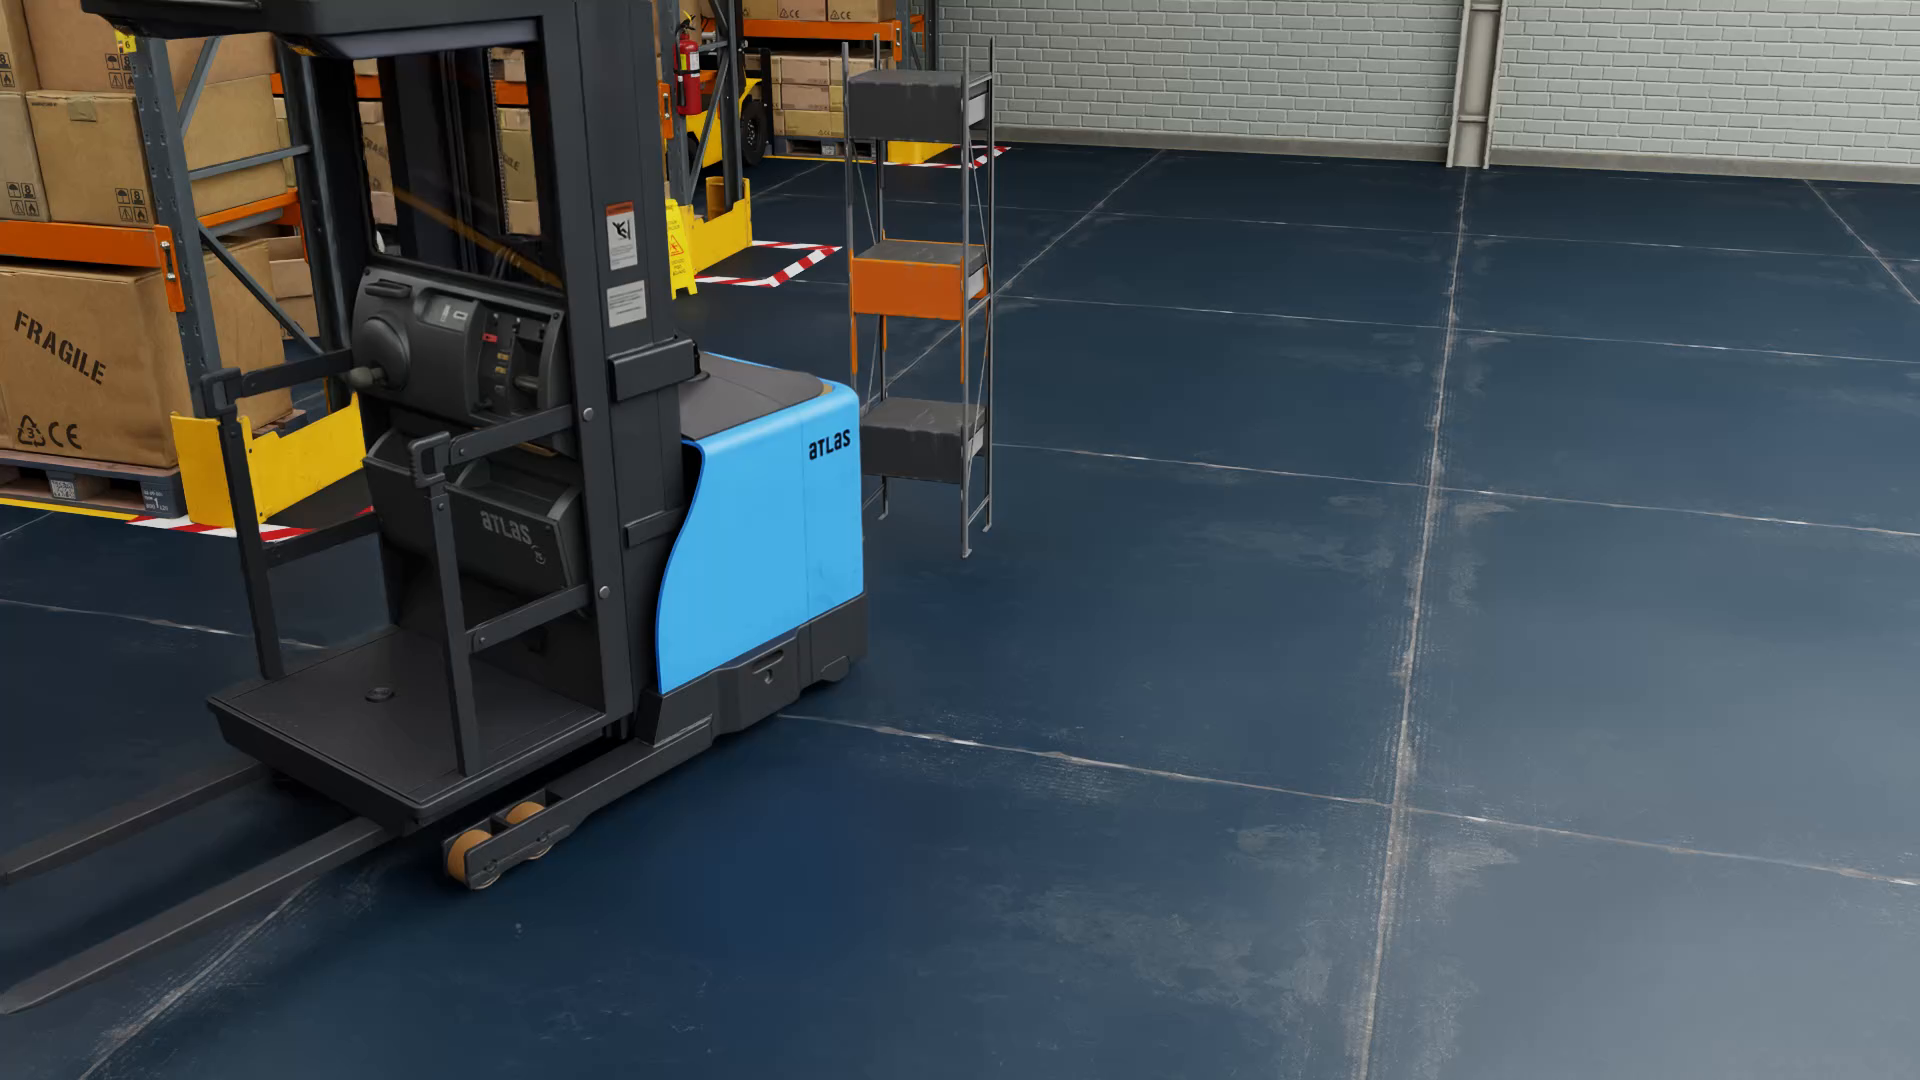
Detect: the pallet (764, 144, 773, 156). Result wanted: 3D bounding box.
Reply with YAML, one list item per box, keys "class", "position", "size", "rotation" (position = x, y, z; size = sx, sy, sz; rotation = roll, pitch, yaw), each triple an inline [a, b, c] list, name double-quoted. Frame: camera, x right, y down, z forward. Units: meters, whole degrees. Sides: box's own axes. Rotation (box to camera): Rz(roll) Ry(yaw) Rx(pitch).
- class: "pallet"
  position: [-2.323, -4.191, 17.208]
  size: [1.213, 0.211, 1.003]
  rotation: [7, 23, 15]

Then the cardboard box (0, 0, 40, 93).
- class: "cardboard box"
  position: [-4.075, -2.315, 7.340]
  size: [0.550, 0.550, 0.875]
  rotation: [7, 23, 16]

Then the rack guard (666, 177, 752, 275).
- class: "rack guard"
  position: [-1.917, -2.326, 12.281]
  size: [0.348, 0.500, 1.175]
  rotation: [7, 23, 16]

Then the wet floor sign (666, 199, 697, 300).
- class: "wet floor sign"
  position: [-1.972, -1.975, 11.235]
  size: [0.232, 0.644, 0.267]
  rotation: [16, 27, 34]

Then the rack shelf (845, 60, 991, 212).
- class: "rack shelf"
  position: [-0.158, -1.625, 6.655]
  size: [0.480, 0.518, 0.431]
  rotation: [7, 23, 16]

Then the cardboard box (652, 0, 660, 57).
- class: "cardboard box"
  position: [-2.444, -3.617, 11.612]
  size: [0.500, 0.500, 0.500]
  rotation: [6, 23, 15]

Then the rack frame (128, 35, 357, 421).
- class: "rack frame"
  position: [-3.178, -1.664, 7.375]
  size: [0.127, 3.000, 1.000]
  rotation: [7, 23, 16]

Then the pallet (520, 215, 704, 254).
- class: "pallet"
  position: [-2.685, -2.294, 12.584]
  size: [1.213, 0.211, 1.003]
  rotation: [7, 23, 16]

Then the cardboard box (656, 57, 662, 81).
- class: "cardboard box"
  position: [-2.264, -3.321, 11.745]
  size: [0.250, 0.149, 0.380]
  rotation: [7, 23, 17]

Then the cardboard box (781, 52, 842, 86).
- class: "cardboard box"
  position: [-1.436, -4.654, 16.414]
  size: [0.500, 0.250, 0.500]
  rotation: [7, 23, 16]

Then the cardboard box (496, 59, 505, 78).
- class: "cardboard box"
  position: [-3.238, -3.441, 12.037]
  size: [0.250, 0.149, 0.380]
  rotation: [7, 23, 16]

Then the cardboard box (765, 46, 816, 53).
- class: "cardboard box"
  position: [-1.775, -4.896, 17.006]
  size: [0.500, 0.250, 0.500]
  rotation: [6, 23, 15]

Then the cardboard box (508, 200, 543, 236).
- class: "cardboard box"
  position: [-3.190, -2.447, 12.352]
  size: [0.500, 0.250, 0.500]
  rotation: [7, 23, 16]

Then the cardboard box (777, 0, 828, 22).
- class: "cardboard box"
  position: [-1.455, -5.343, 16.211]
  size: [0.500, 0.500, 0.500]
  rotation: [7, 23, 17]

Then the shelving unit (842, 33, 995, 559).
- class: "shelving unit"
  position: [-0.158, -0.990, 6.916]
  size: [0.503, 2.100, 0.431]
  rotation: [7, 23, 16]

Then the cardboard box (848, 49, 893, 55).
- class: "cardboard box"
  position: [-0.820, -4.784, 16.733]
  size: [0.500, 0.250, 0.500]
  rotation: [6, 23, 15]

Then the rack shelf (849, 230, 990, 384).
- class: "rack shelf"
  position: [-0.158, -0.977, 6.921]
  size: [0.480, 0.518, 0.431]
  rotation: [7, 23, 16]

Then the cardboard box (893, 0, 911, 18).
- class: "cardboard box"
  position: [-0.808, -5.479, 16.543]
  size: [0.500, 0.500, 0.500]
  rotation: [7, 23, 17]

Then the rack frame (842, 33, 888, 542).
- class: "rack frame"
  position: [-0.392, -1.016, 6.981]
  size: [0.015, 2.100, 0.400]
  rotation: [7, 23, 16]

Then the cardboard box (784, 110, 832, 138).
- class: "cardboard box"
  position: [-1.429, -4.195, 16.613]
  size: [0.500, 0.250, 0.500]
  rotation: [7, 23, 15]

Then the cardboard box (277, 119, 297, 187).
- class: "cardboard box"
  position: [-5.187, -3.019, 12.758]
  size: [0.500, 0.500, 0.500]
  rotation: [8, 24, 18]

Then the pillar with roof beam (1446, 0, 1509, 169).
- class: "pillar with roof beam"
  position: [3.680, -6.235, 10.613]
  size: [0.400, 9.000, 9.100]
  rotation: [7, 23, 16]

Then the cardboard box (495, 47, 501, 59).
- class: "cardboard box"
  position: [-3.400, -3.730, 11.887]
  size: [0.500, 0.500, 0.500]
  rotation: [6, 23, 15]

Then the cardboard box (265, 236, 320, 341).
- class: "cardboard box"
  position: [-4.258, -1.592, 10.487]
  size: [0.637, 0.503, 0.797]
  rotation: [-9, 24, -21]

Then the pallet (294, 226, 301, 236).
- class: "pallet"
  position: [-5.021, -2.562, 13.237]
  size: [1.213, 0.211, 1.003]
  rotation: [7, 23, 16]

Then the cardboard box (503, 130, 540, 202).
- class: "cardboard box"
  position: [-3.188, -2.792, 12.206]
  size: [0.500, 0.500, 0.500]
  rotation: [7, 23, 17]

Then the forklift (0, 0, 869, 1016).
- class: "forklift"
  position: [-1.623, -0.558, 4.769]
  size: [1.130, 2.935, 3.031]
  rotation: [16, 27, 34]

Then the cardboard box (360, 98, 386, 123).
- class: "cardboard box"
  position: [-4.334, -3.199, 12.344]
  size: [0.250, 0.149, 0.380]
  rotation: [8, 24, 19]

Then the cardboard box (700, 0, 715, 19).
- class: "cardboard box"
  position: [-2.431, -5.450, 16.472]
  size: [0.500, 0.500, 0.500]
  rotation: [7, 23, 16]

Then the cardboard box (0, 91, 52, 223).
- class: "cardboard box"
  position: [-4.079, -1.810, 7.533]
  size: [0.550, 0.550, 0.875]
  rotation: [7, 23, 16]

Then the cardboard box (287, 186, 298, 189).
- class: "cardboard box"
  position: [-5.187, -2.672, 12.901]
  size: [0.500, 0.250, 0.500]
  rotation: [5, 23, 13]

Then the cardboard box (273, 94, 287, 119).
- class: "cardboard box"
  position: [-5.085, -3.283, 12.549]
  size: [0.250, 0.149, 0.380]
  rotation: [7, 23, 16]

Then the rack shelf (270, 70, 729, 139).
- class: "rack shelf"
  position: [-3.759, -3.360, 12.457]
  size: [4.000, 0.370, 1.077]
  rotation: [7, 23, 16]

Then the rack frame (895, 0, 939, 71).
- class: "rack frame"
  position: [-0.414, -5.278, 16.184]
  size: [0.127, 3.000, 1.000]
  rotation: [7, 23, 16]

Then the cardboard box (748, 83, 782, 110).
- class: "cardboard box"
  position: [-1.948, -4.479, 16.647]
  size: [0.500, 0.250, 0.500]
  rotation: [6, 23, 14]

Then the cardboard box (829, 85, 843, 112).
- class: "cardboard box"
  position: [-0.971, -4.371, 16.385]
  size: [0.500, 0.250, 0.500]
  rotation: [6, 23, 15]

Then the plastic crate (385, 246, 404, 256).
- class: "plastic crate"
  position: [-4.408, -2.092, 12.264]
  size: [0.583, 0.080, 0.402]
  rotation: [-1, 22, -3]

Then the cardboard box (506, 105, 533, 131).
- class: "cardboard box"
  position: [-3.058, -3.052, 11.985]
  size: [0.250, 0.149, 0.380]
  rotation: [7, 23, 17]

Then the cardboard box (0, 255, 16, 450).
- class: "cardboard box"
  position: [-4.689, -1.022, 8.055]
  size: [0.875, 0.875, 0.875]
  rotation: [6, 23, 15]

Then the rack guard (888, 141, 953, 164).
- class: "rack guard"
  position: [-0.391, -4.119, 16.652]
  size: [0.348, 0.500, 1.175]
  rotation: [7, 23, 16]
